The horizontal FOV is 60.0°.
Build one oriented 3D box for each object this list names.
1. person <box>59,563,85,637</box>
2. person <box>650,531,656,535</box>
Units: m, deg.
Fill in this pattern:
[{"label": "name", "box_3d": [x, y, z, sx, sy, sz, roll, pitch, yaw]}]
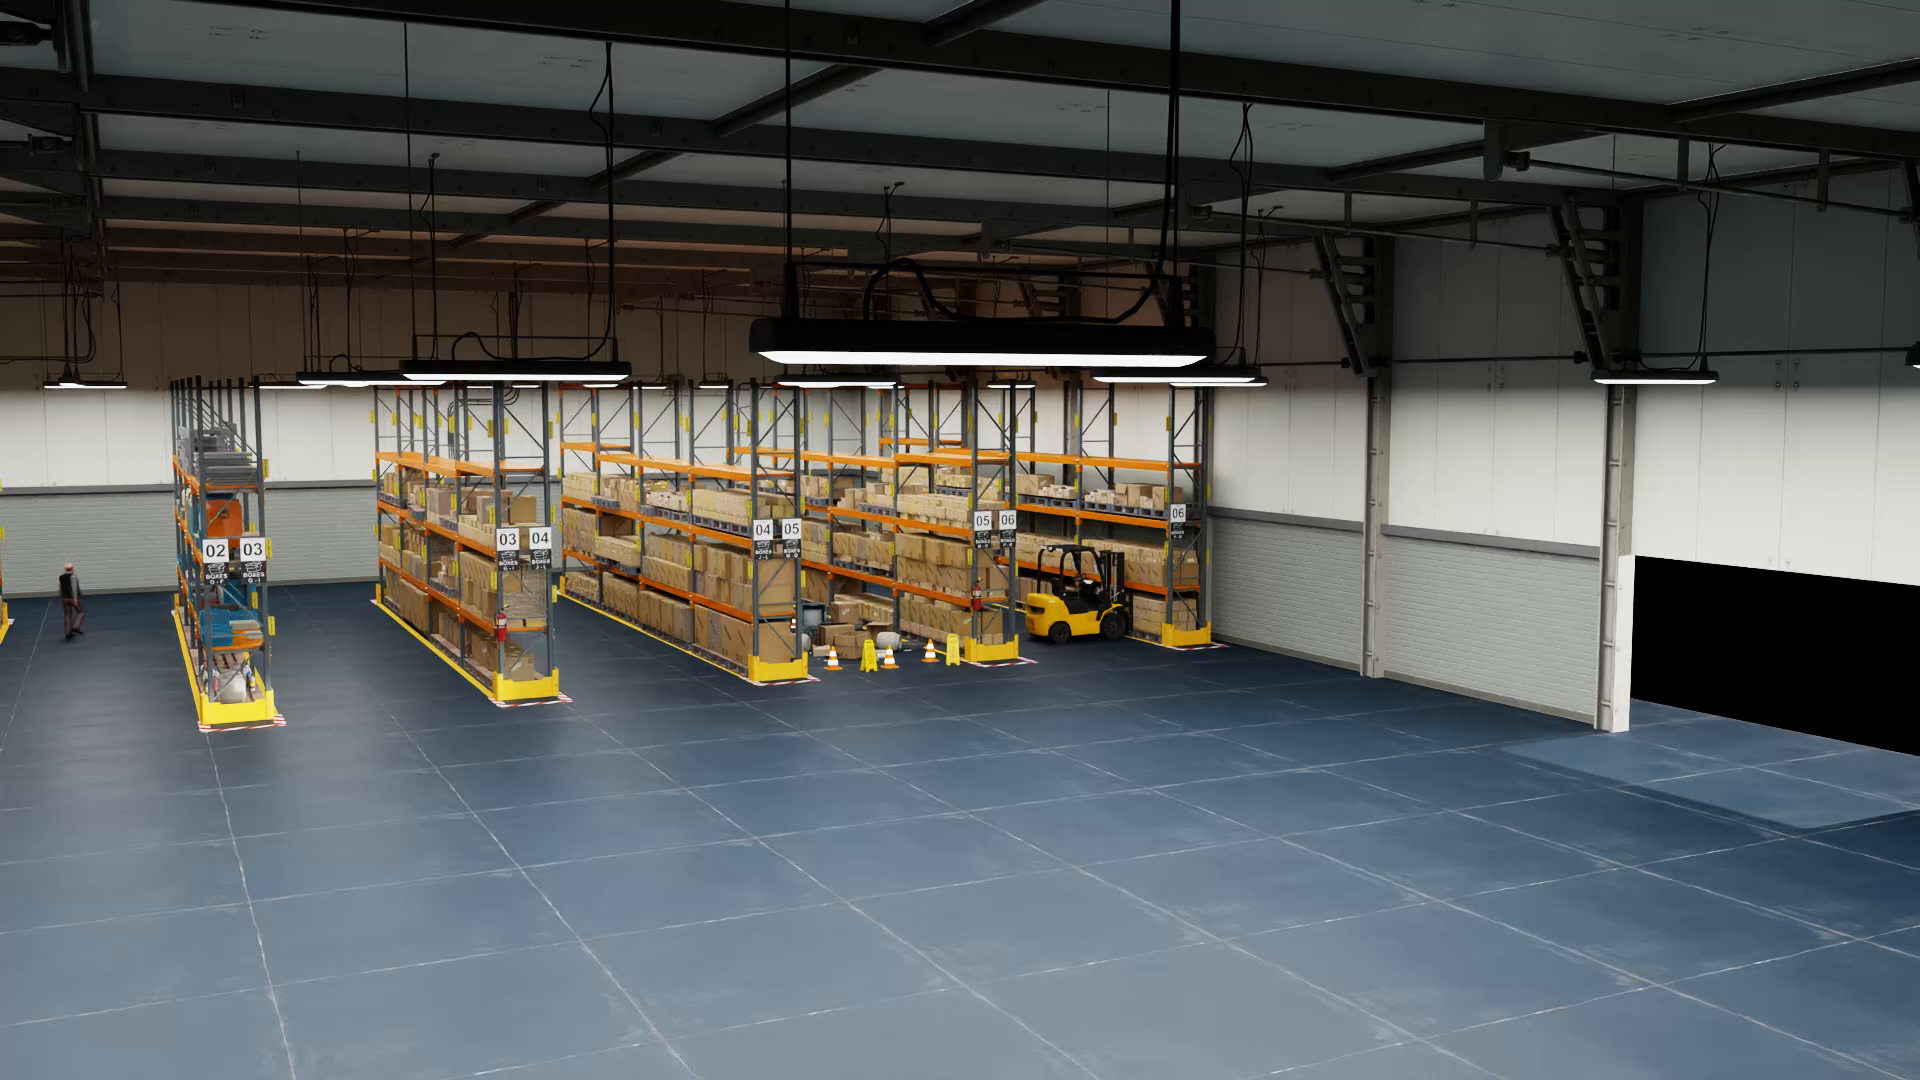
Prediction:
[{"label": "person", "box_3d": [-20.788, 1.403, 38.850, 0.556, 1.706, 0.498, 0, 5, -3]}, {"label": "person", "box_3d": [-9.191, 0.513, 49.646, 1.056, 1.575, 0.429, -5, 7, -42]}]
